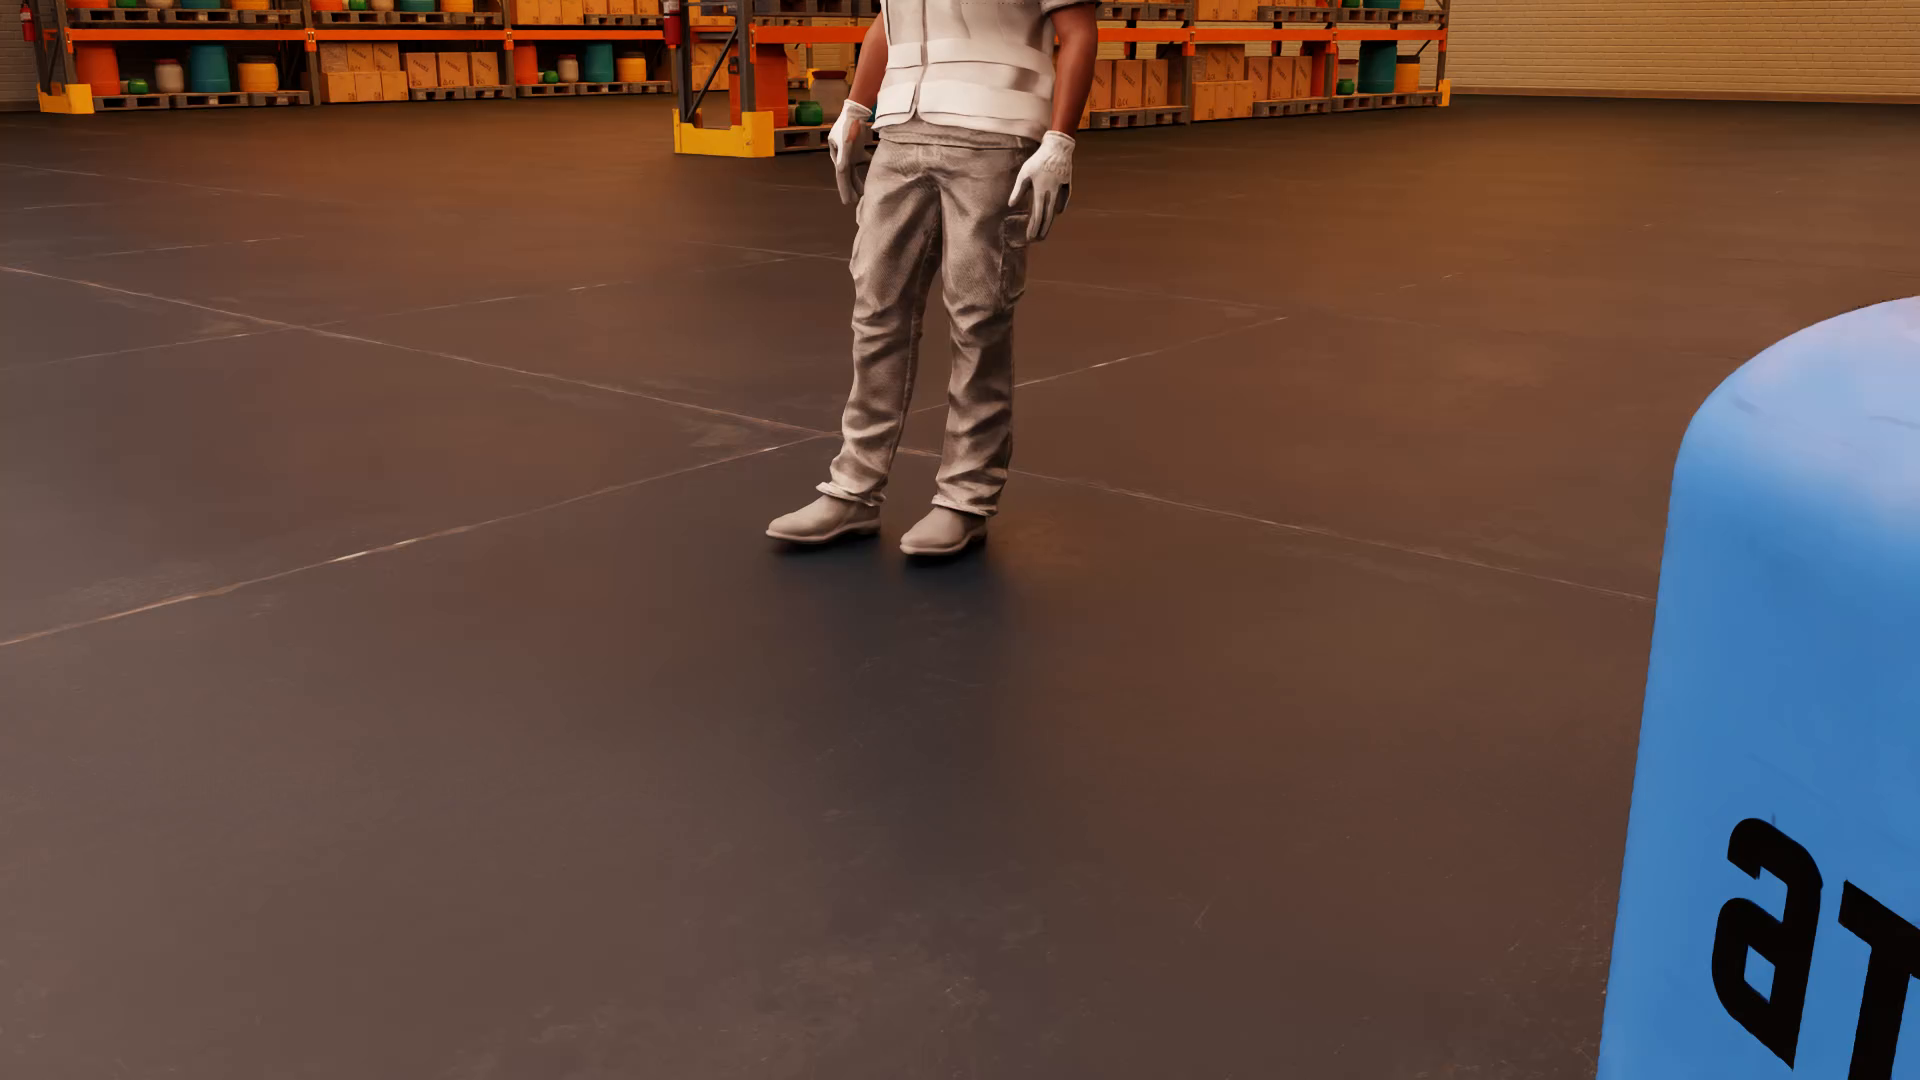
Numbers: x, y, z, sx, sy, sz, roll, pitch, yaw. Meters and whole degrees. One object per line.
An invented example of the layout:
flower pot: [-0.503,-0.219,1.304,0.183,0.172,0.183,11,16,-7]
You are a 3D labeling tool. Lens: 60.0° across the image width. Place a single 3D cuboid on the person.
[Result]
person: [-0.052,-0.845,3.632,0.656,1.784,0.575,13,21,37]
